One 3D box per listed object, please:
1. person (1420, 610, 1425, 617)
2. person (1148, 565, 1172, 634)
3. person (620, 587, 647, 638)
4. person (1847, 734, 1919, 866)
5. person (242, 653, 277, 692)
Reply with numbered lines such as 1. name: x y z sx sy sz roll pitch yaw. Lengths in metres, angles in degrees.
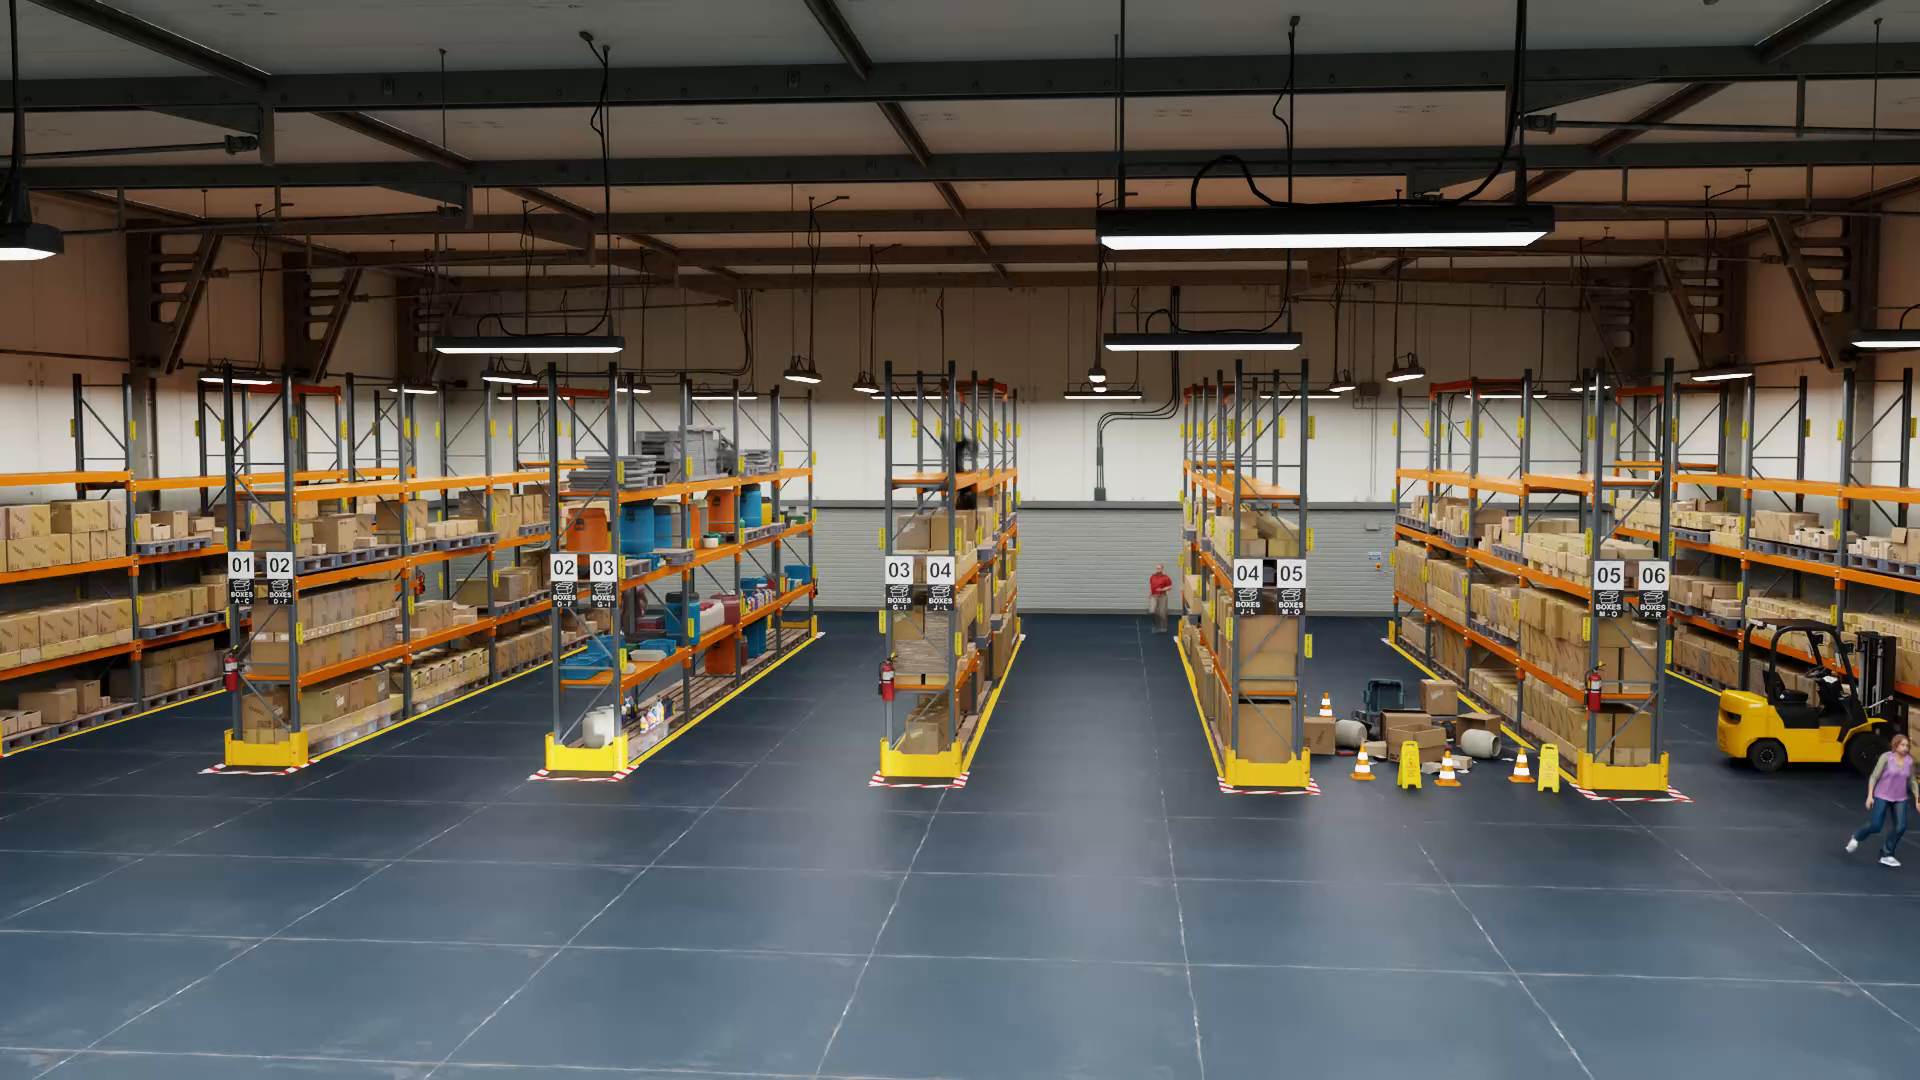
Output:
1. person: 11.747 1.373 41.337 0.866 1.830 0.656 -1 4 -10
2. person: 4.890 1.466 40.836 0.640 1.729 0.687 2 4 28
3. person: -7.438 1.676 37.570 0.692 1.724 0.675 0 4 1
4. person: 10.668 2.967 19.197 0.610 1.533 0.577 0 4 0
5. person: -11.893 2.407 28.386 0.641 1.484 0.818 -1 4 -17
